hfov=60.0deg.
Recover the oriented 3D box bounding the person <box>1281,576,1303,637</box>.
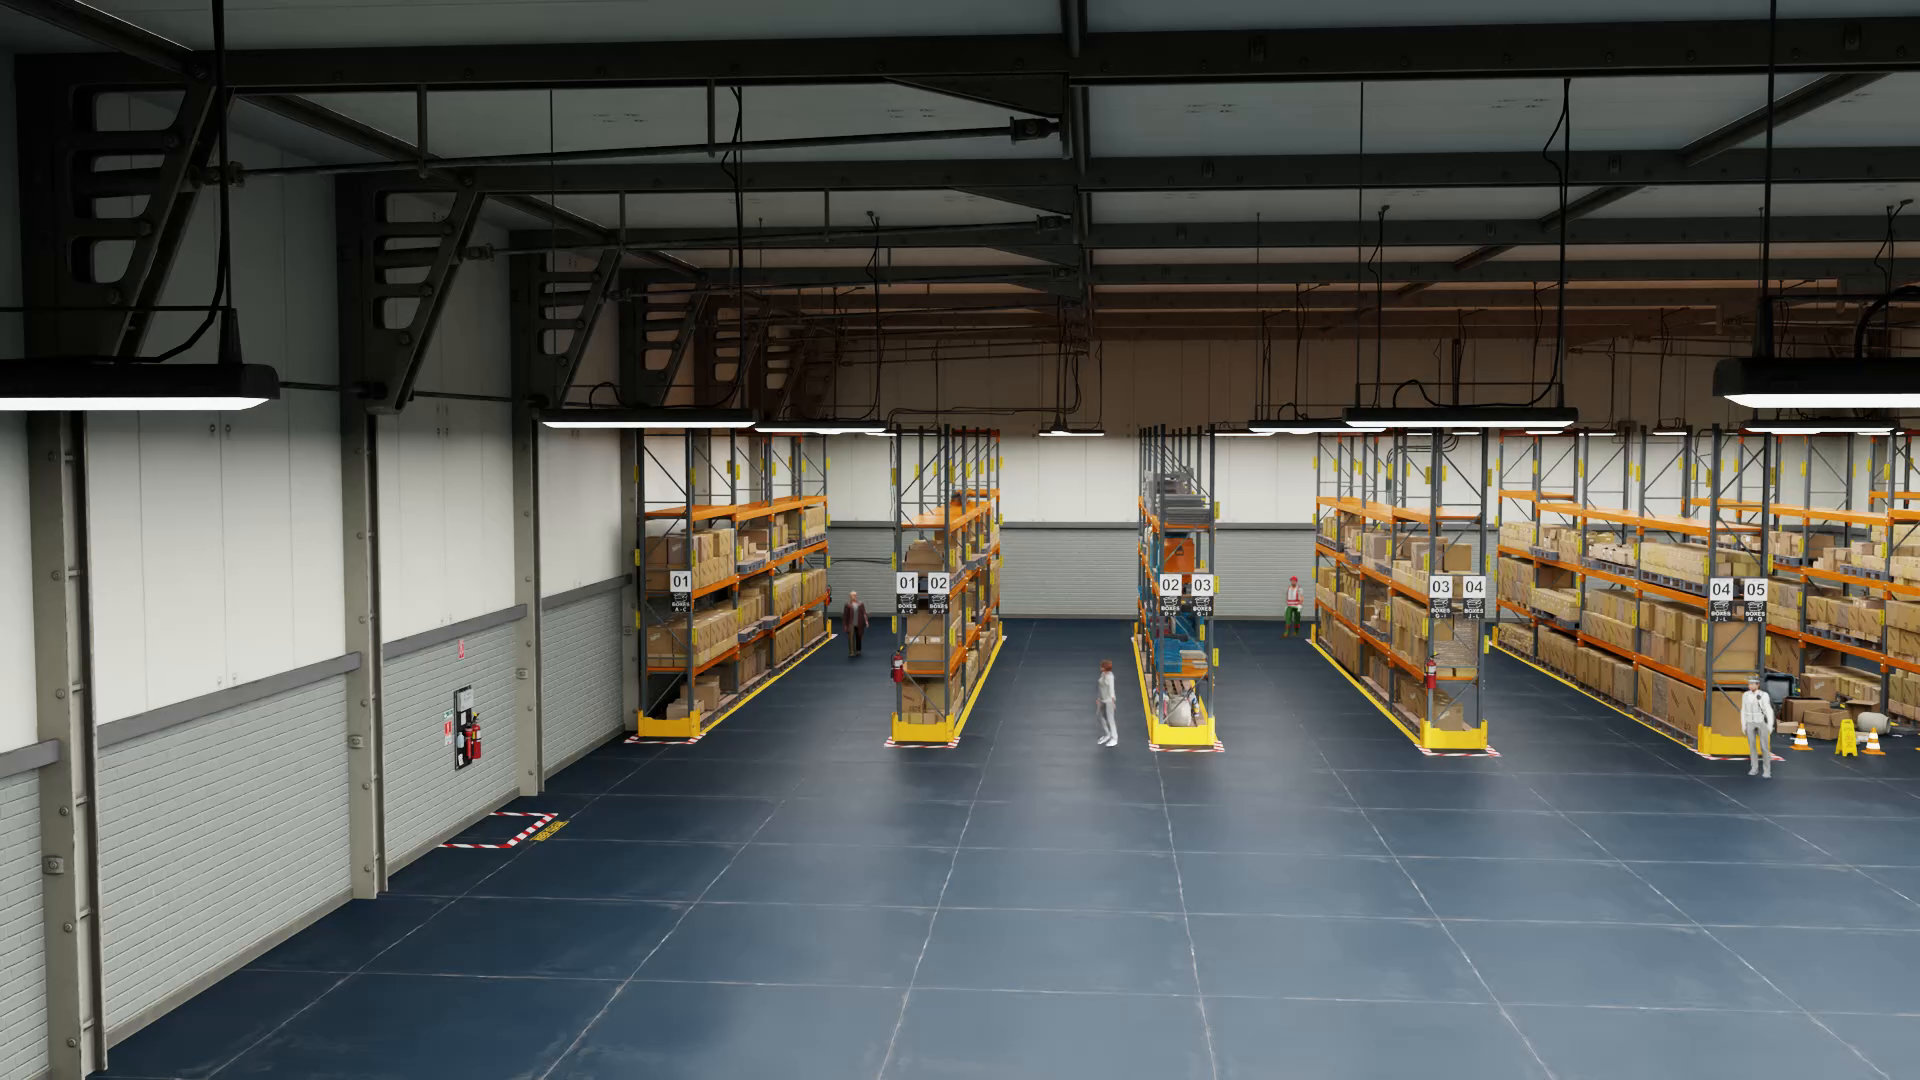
[{"bbox_3d":[9.565,1.918,47.733,0.555,1.737,0.960,1,4,18],"label":"person"}]

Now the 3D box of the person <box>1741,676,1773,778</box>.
[{"bbox_3d":[13.578,3.170,28.330,0.348,1.722,0.566,-3,5,-41],"label":"person"}]

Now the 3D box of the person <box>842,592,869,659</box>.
[{"bbox_3d":[-2.728,2.210,43.378,0.700,1.720,1.129,0,3,-3],"label":"person"}]

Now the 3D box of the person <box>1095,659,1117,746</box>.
[{"bbox_3d":[2.731,3.023,31.054,0.346,1.610,0.493,-1,4,-19],"label":"person"}]
